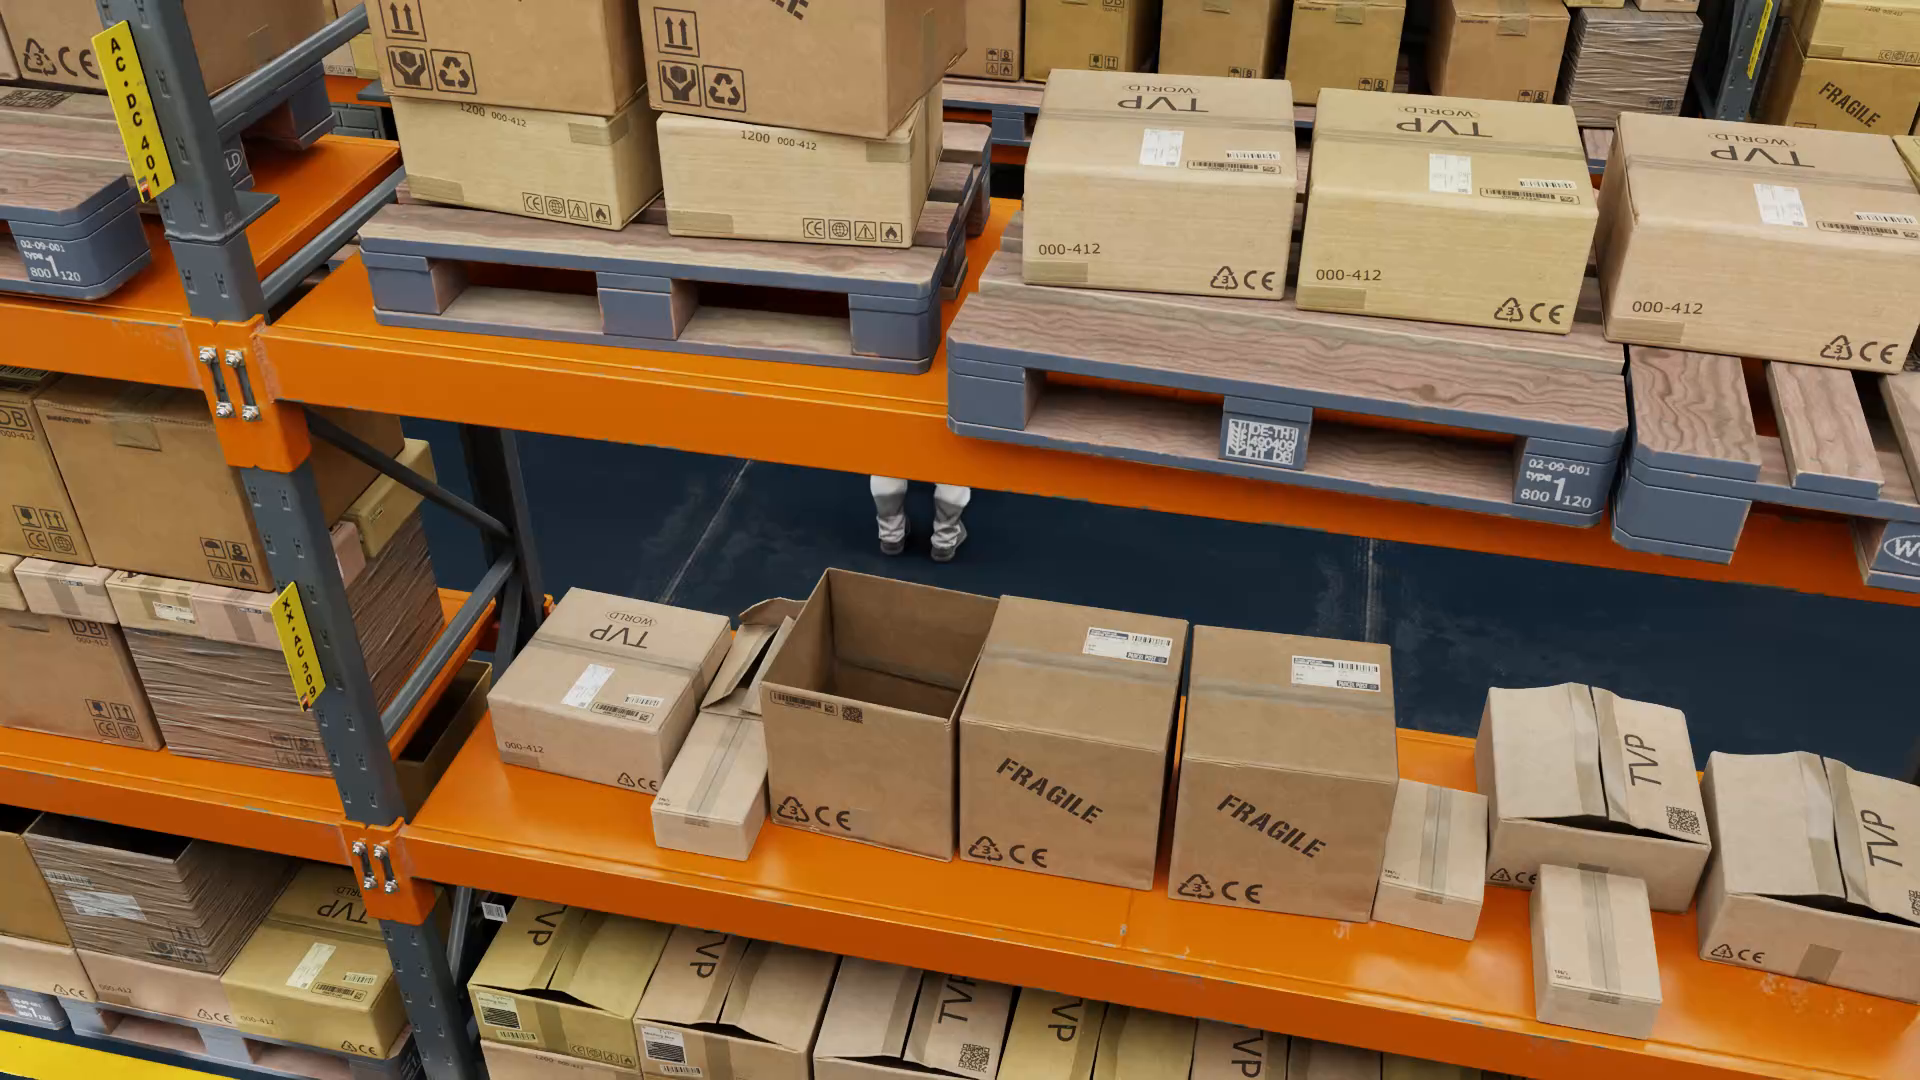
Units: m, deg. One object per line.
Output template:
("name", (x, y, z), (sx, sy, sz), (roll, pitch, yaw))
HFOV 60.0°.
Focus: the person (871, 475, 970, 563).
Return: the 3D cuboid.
("person", (-0.205, -0.561, 7.312), (0.585, 1.295, 0.816), (7, 37, 10))
